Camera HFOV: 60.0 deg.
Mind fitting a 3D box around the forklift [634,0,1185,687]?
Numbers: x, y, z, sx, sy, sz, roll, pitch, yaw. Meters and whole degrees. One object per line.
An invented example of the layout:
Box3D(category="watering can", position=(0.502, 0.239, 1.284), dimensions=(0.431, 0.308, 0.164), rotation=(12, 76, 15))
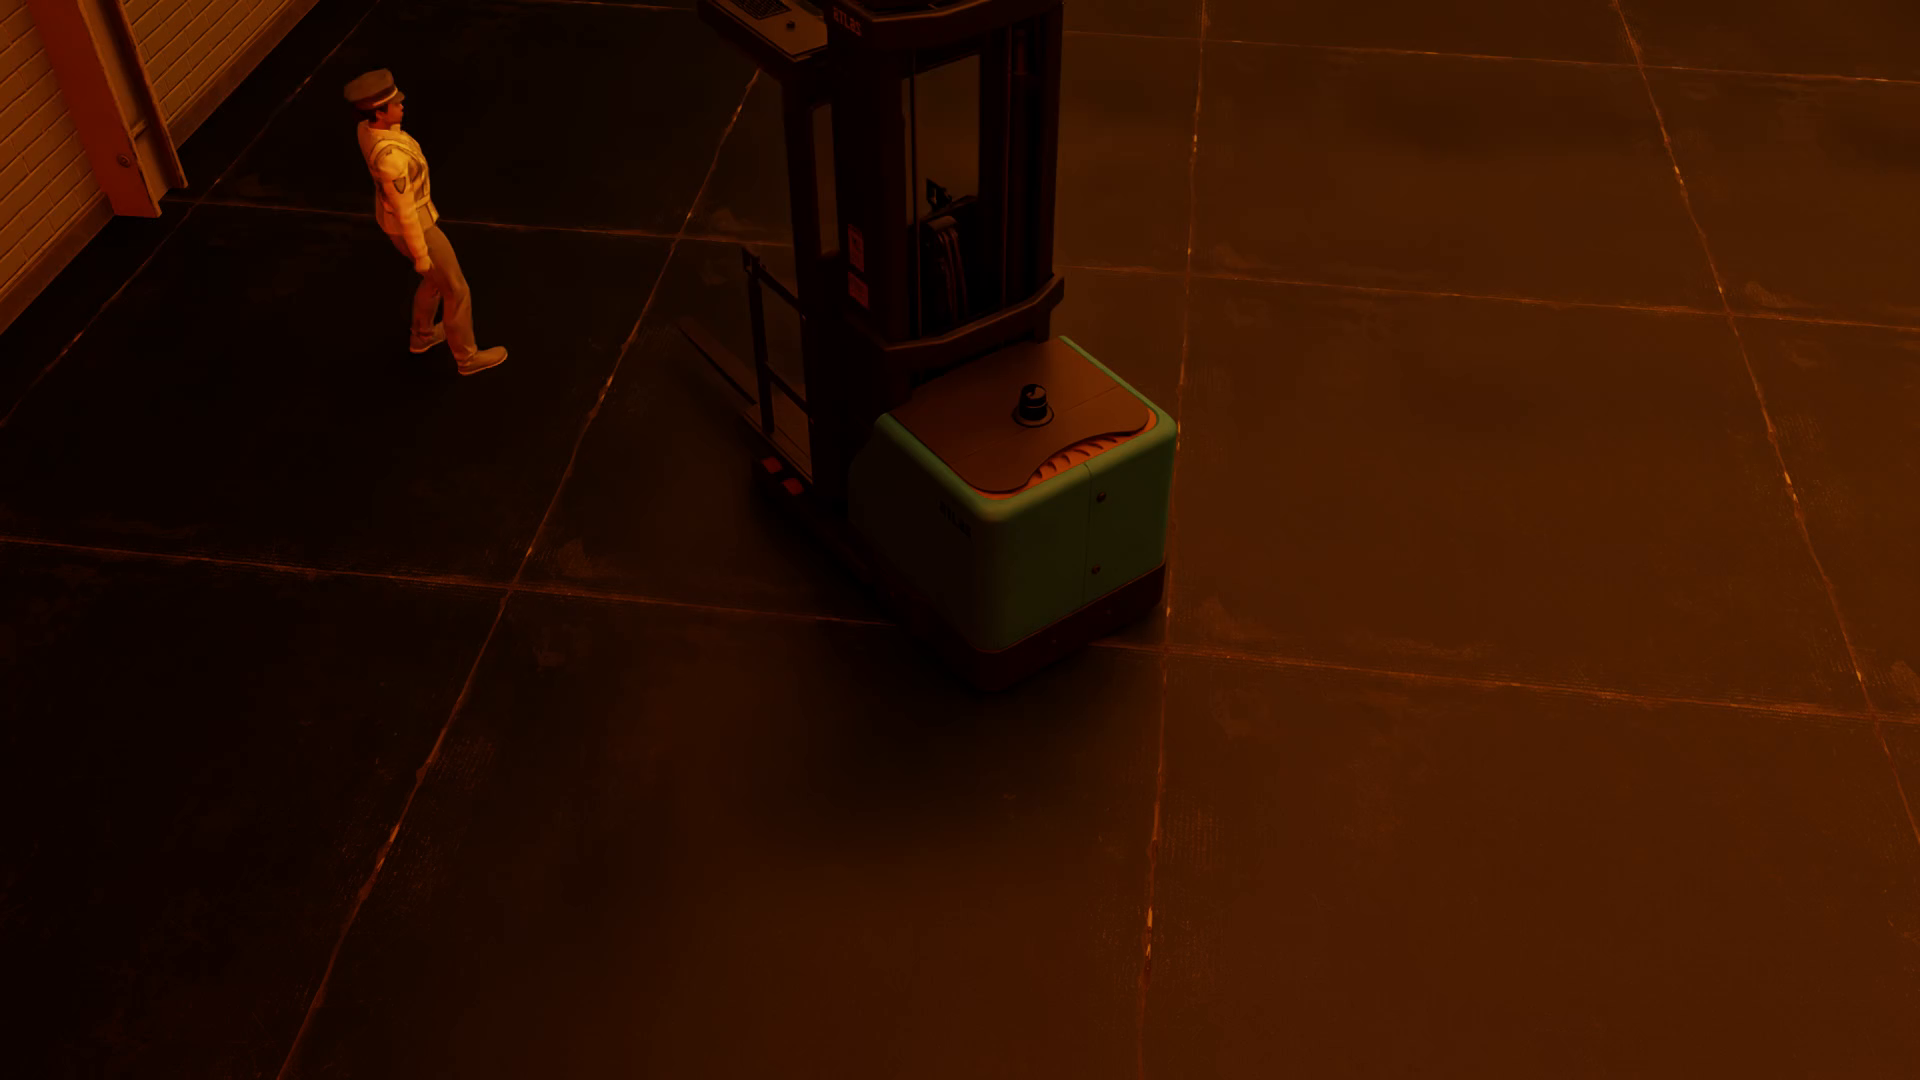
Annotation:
Box3D(category="forklift", position=(-0.420, -1.355, 7.199), dimensions=(1.130, 2.935, 3.031), rotation=(-33, 52, -30))

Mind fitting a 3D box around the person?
Box3D(category="person", position=(-2.628, -1.602, 8.494), dimensions=(0.514, 1.533, 0.783), rotation=(-15, 45, -16))
